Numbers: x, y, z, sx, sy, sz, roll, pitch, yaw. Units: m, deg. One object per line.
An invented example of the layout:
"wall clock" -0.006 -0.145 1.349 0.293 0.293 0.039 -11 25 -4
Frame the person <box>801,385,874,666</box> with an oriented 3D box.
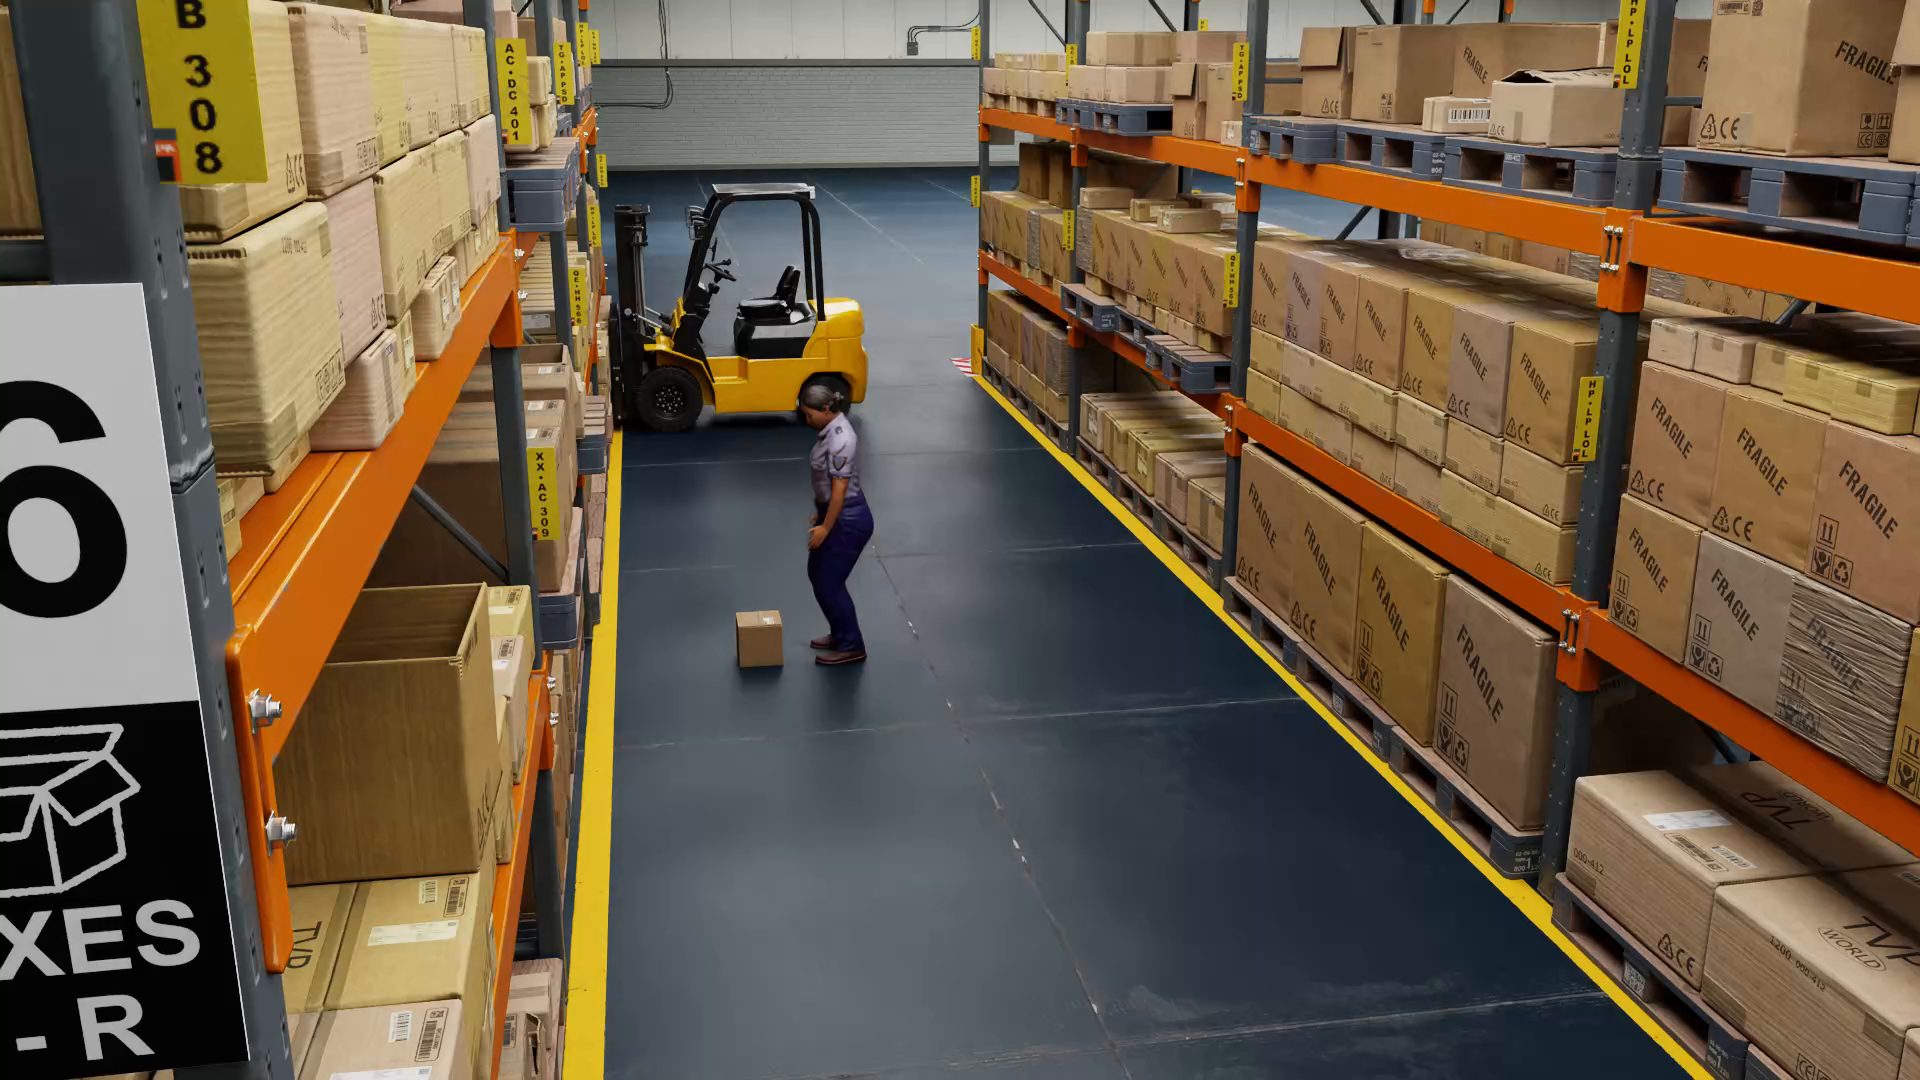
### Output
"person" -0.694 -0.093 9.472 0.397 1.607 0.496 -3 17 -9
